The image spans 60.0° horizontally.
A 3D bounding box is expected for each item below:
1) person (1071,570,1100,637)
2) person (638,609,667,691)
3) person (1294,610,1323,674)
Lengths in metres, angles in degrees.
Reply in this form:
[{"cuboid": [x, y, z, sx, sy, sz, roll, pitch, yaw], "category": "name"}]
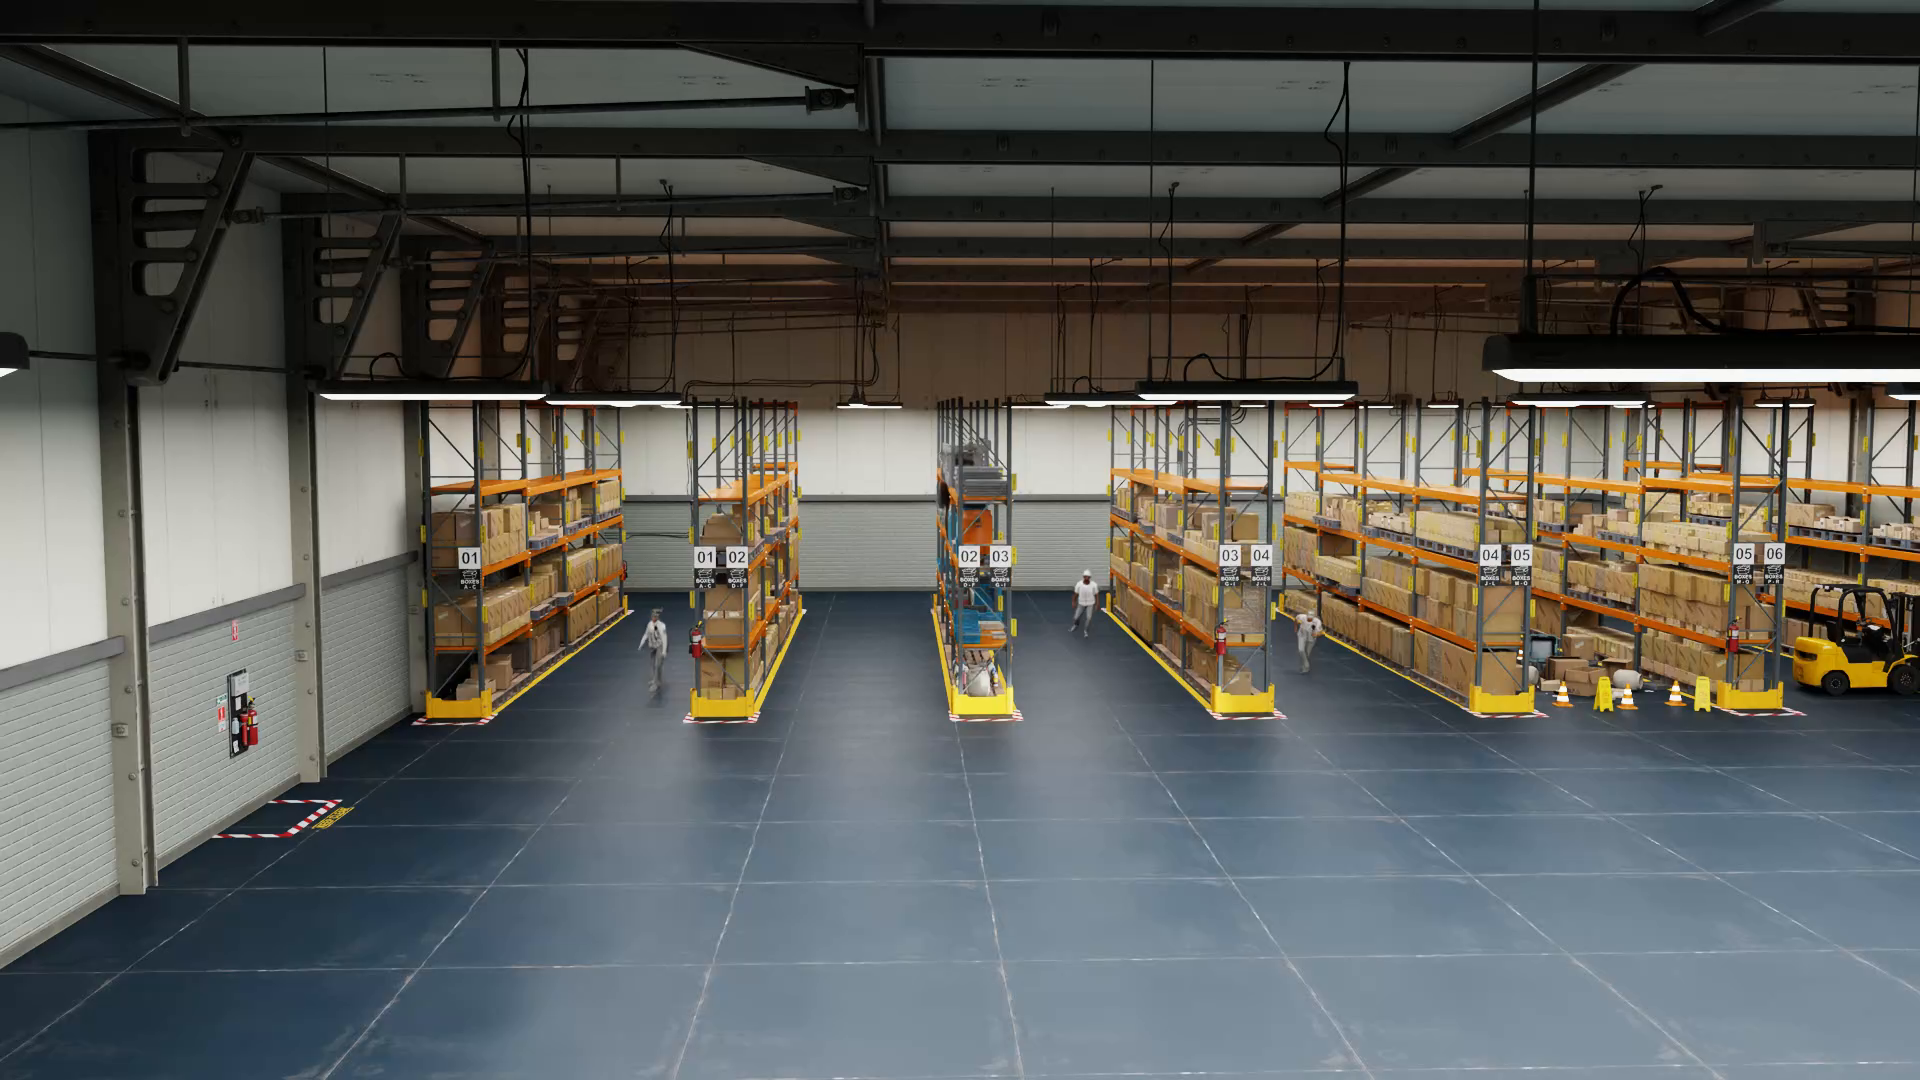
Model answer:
[{"cuboid": [3.177, 1.604, 42.169, 0.789, 1.704, 0.660, 1, 4, 10], "category": "person"}, {"cuboid": [-6.336, 2.250, 34.438, 0.663, 1.657, 0.732, 3, 5, 31], "category": "person"}, {"cuboid": [7.646, 2.209, 36.539, 0.591, 1.456, 1.144, 1, 4, 8], "category": "person"}]
